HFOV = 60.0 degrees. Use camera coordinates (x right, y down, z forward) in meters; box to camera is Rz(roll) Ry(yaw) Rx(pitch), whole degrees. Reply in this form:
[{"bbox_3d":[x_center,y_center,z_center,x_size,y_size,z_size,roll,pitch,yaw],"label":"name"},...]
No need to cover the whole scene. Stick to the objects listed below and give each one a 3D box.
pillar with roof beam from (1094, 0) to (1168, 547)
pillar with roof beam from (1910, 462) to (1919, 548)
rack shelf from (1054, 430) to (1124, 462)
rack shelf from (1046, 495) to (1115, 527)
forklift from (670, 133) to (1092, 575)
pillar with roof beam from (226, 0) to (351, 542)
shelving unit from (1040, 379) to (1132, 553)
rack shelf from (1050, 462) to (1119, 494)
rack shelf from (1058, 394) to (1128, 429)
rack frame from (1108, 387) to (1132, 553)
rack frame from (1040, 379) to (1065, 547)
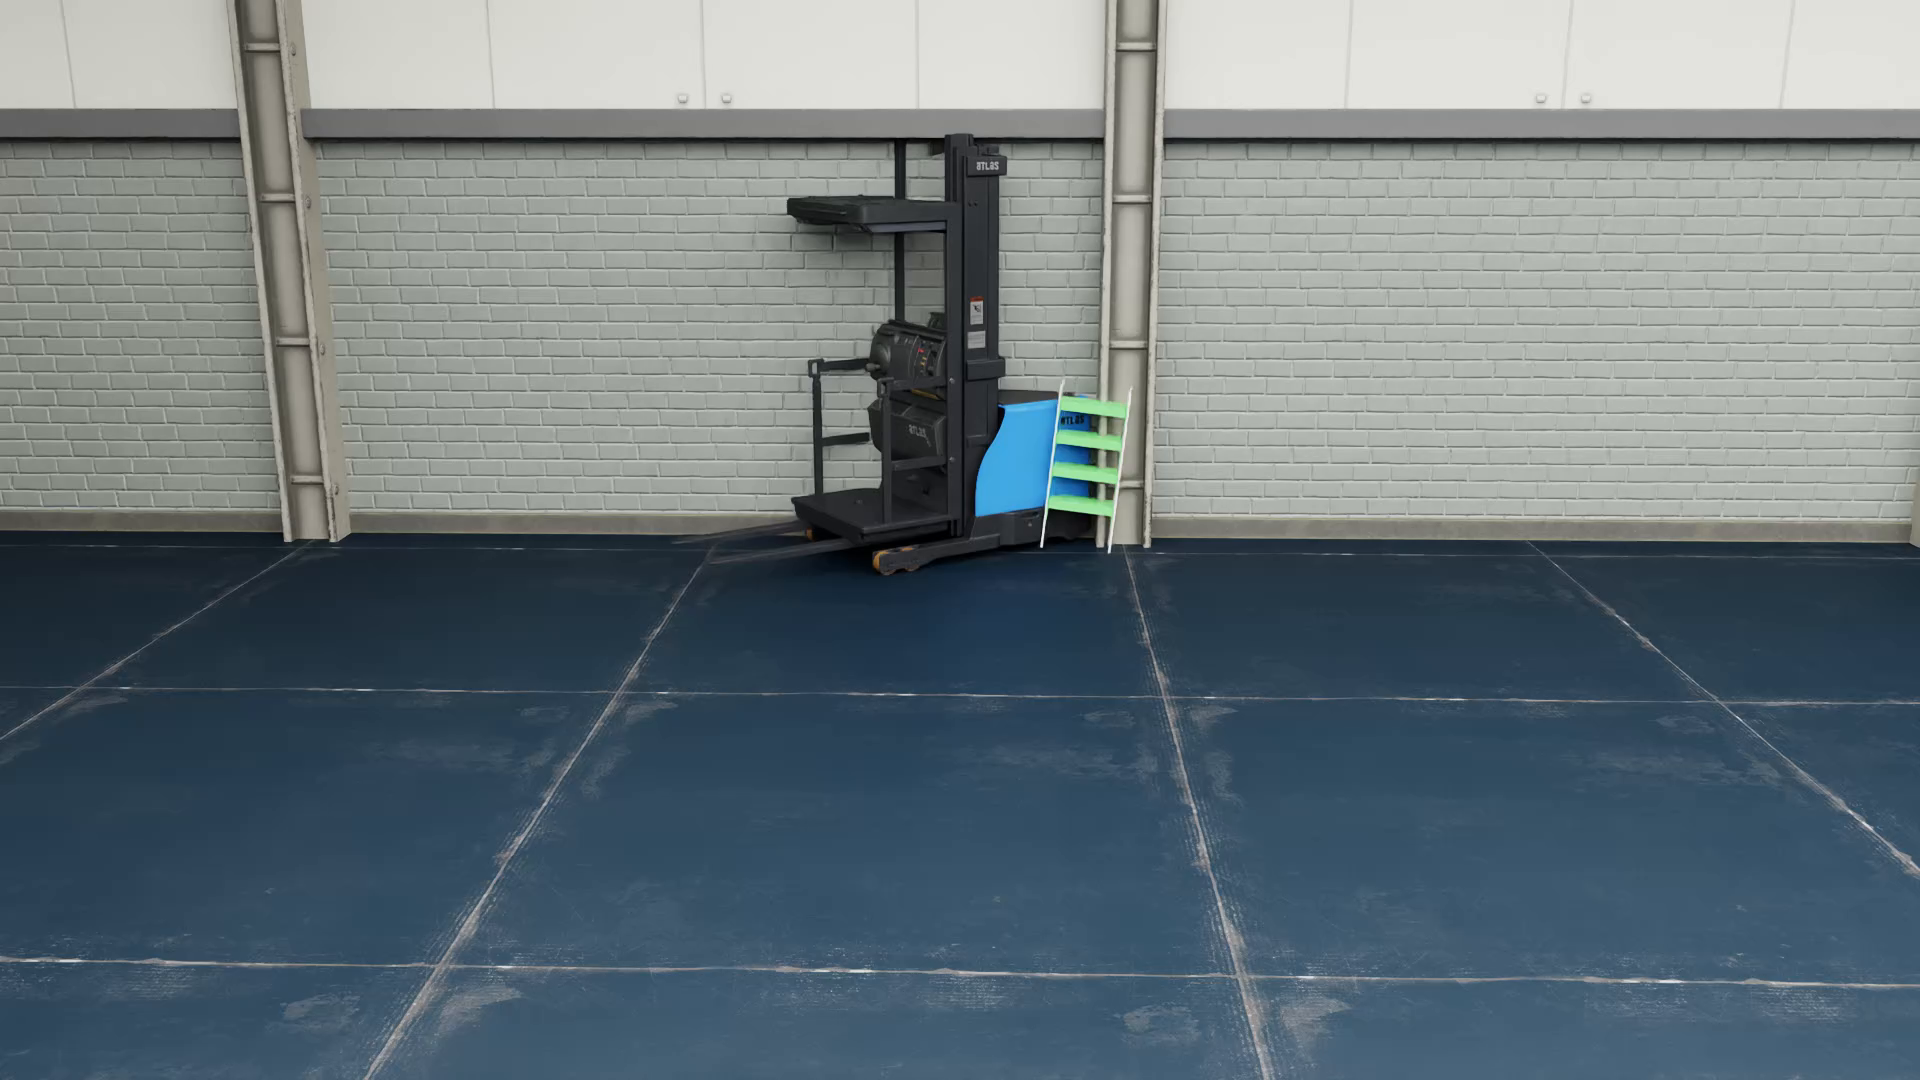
[{"bbox_3d":[1.089,-3.240,6.981,0.400,9.000,9.100,0,15,1],"label":"pillar with roof beam"},{"bbox_3d":[7.087,-3.201,6.833,0.400,9.000,9.100,0,15,1],"label":"pillar with roof beam"},{"bbox_3d":[0.926,-0.689,11.920,0.480,0.148,0.258,8,15,5],"label":"rack shelf"},{"bbox_3d":[0.875,-0.228,12.043,0.480,0.148,0.258,8,15,5],"label":"rack shelf"},{"bbox_3d":[-0.543,-1.328,11.630,3.031,2.935,1.130,-9,17,-31],"label":"forklift"},{"bbox_3d":[-4.909,-3.279,7.129,0.400,9.000,9.100,0,15,1],"label":"pillar with roof beam"},{"bbox_3d":[0.908,-0.520,11.965,0.503,1.200,0.258,8,15,5],"label":"shelving unit"},{"bbox_3d":[0.901,-0.458,11.981,0.480,0.148,0.258,8,15,5],"label":"rack shelf"},{"bbox_3d":[0.951,-0.919,11.858,0.480,0.148,0.258,8,15,5],"label":"rack shelf"},{"bbox_3d":[1.148,-0.487,11.942,0.015,1.200,0.240,8,15,5],"label":"rack frame"},{"bbox_3d":[0.667,-0.552,11.987,0.015,1.200,0.240,8,15,5],"label":"rack frame"}]
